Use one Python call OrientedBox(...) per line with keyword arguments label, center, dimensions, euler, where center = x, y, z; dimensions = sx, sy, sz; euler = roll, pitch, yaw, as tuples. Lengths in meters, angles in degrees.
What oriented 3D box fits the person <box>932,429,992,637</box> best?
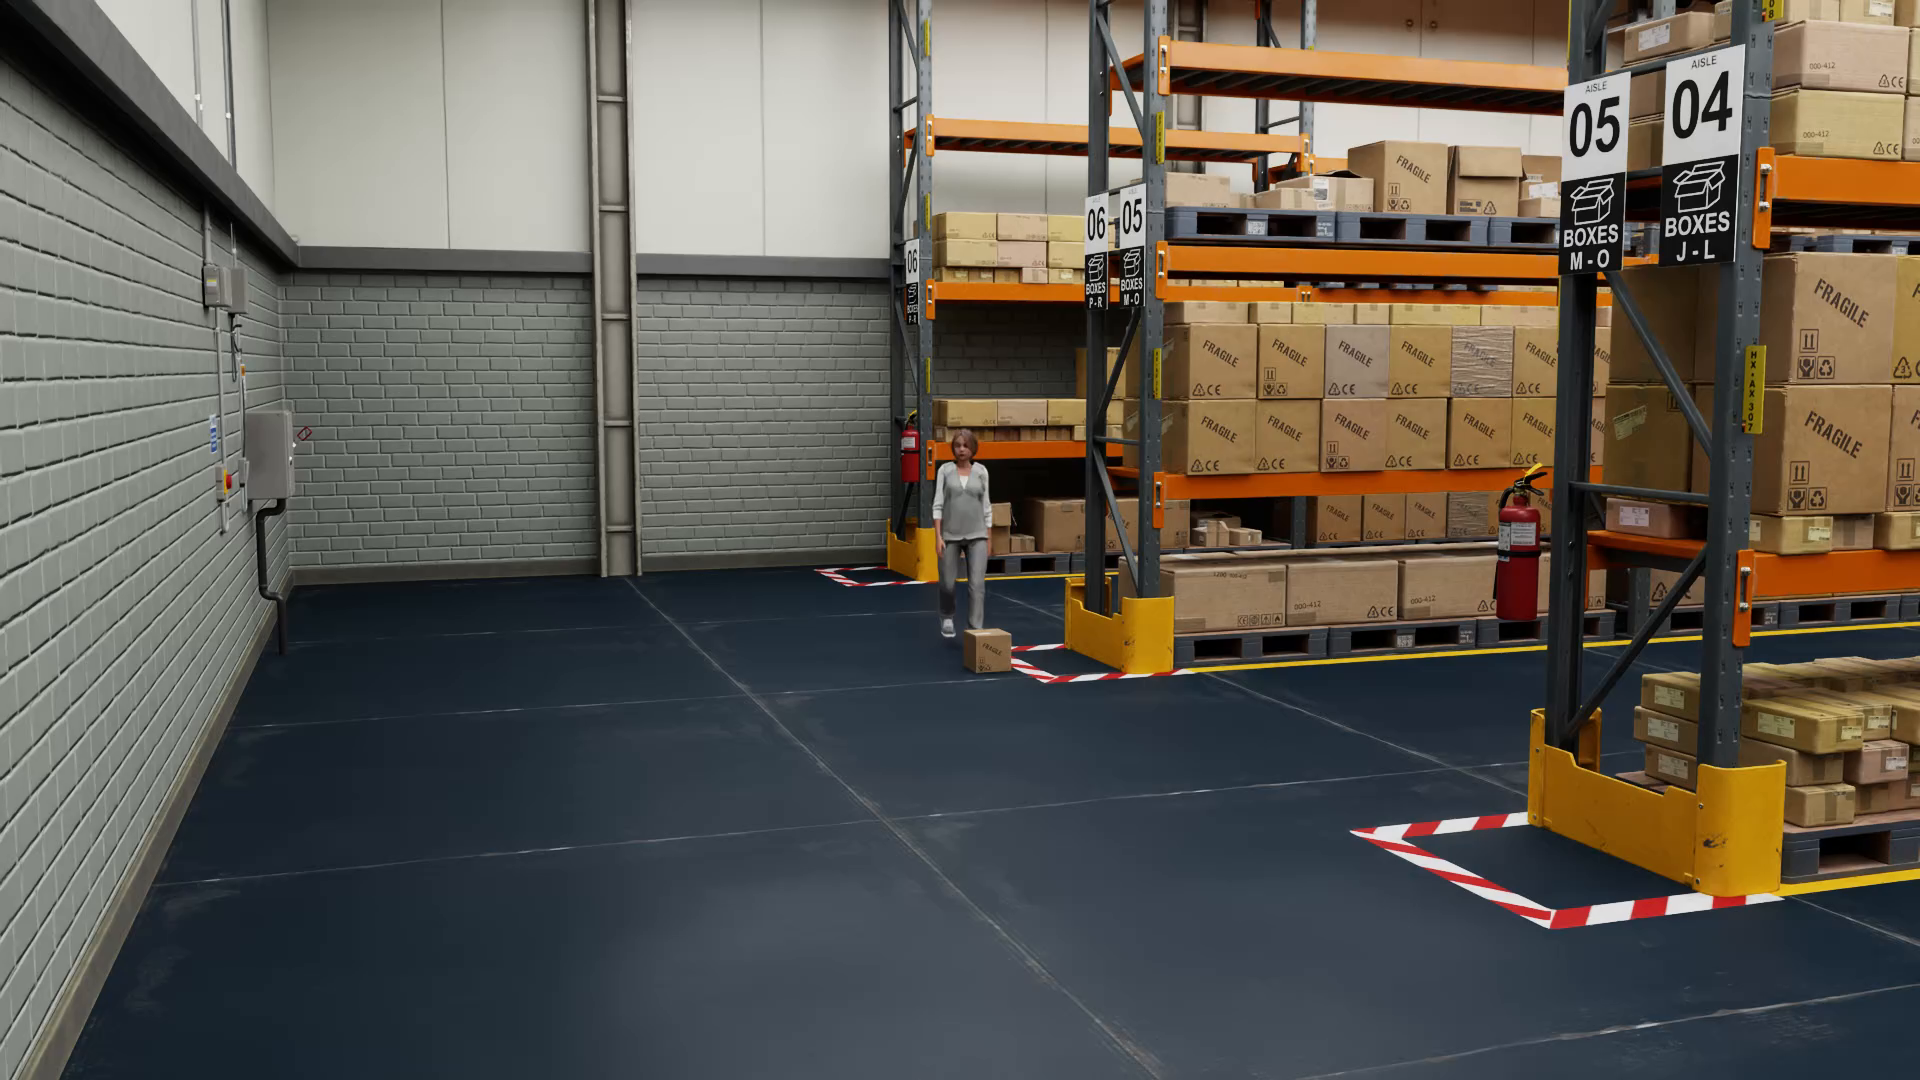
OrientedBox(label="person", center=(0.019, 0.003, 11.702), dimensions=(0.424, 1.569, 0.742), euler=(0, 6, -2))
